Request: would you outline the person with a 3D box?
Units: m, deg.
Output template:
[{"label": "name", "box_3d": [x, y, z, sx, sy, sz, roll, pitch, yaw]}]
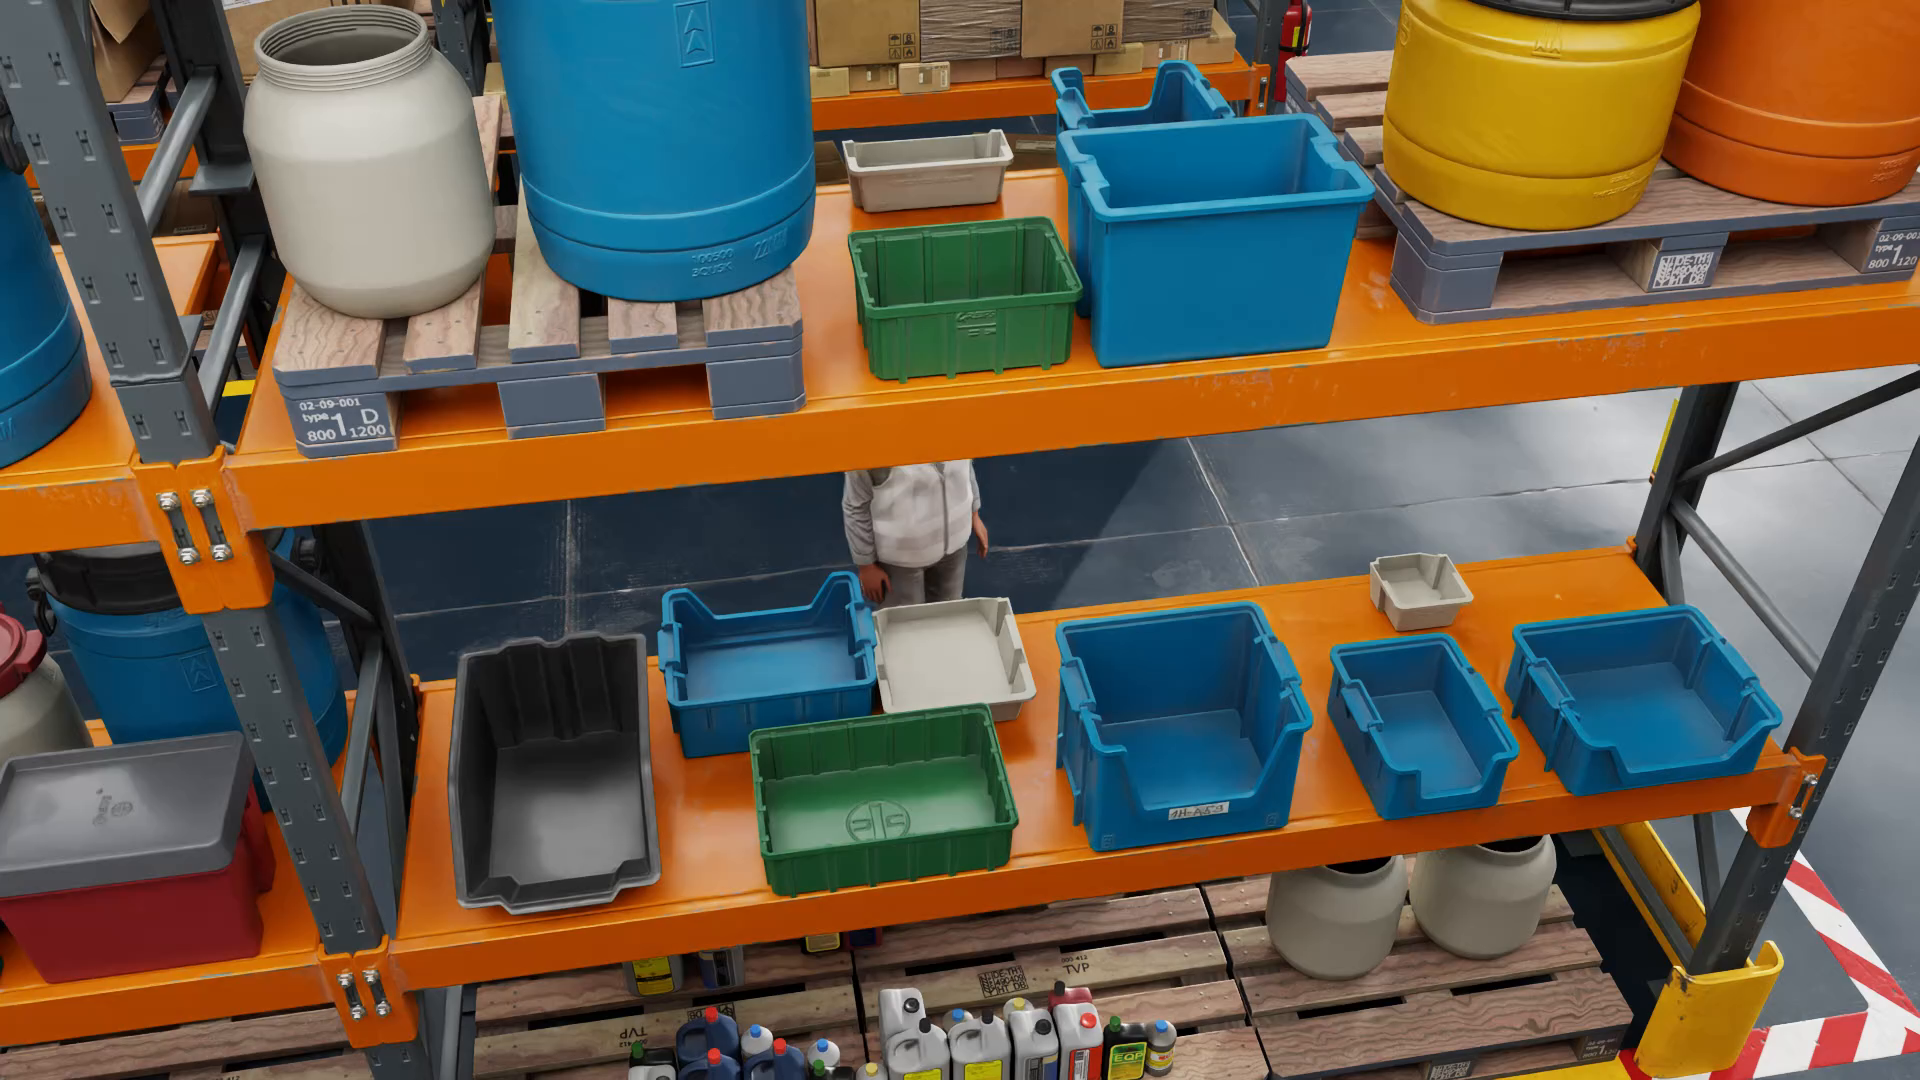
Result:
[{"label": "person", "box_3d": [-0.157, 0.007, 6.109, 0.584, 1.773, 0.388, -28, 46, -31]}]
